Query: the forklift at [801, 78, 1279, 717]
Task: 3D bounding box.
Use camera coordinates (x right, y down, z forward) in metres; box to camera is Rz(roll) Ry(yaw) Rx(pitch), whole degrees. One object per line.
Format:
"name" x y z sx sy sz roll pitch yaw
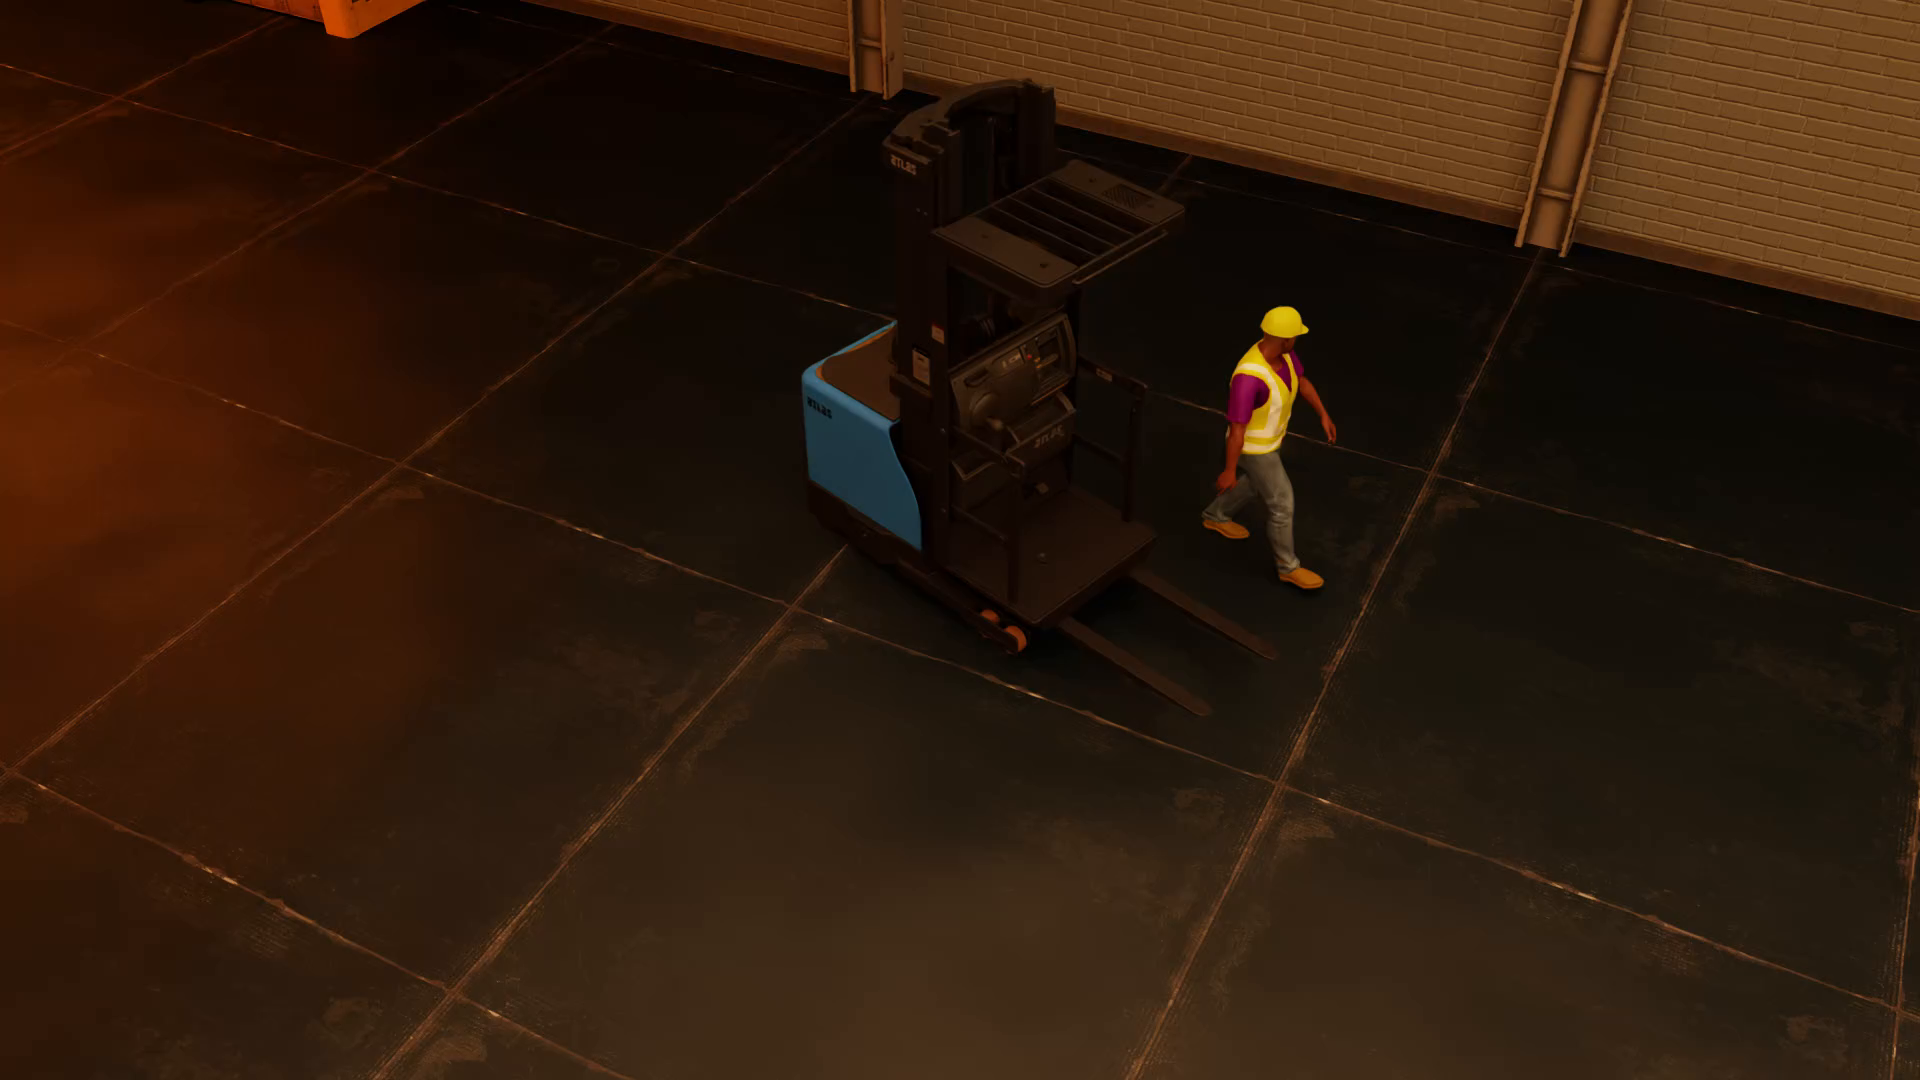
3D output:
"forklift" 0.450 -0.849 8.995 3.031 2.935 1.130 32 50 32

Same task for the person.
"person" 1.831 -0.544 9.604 0.865 1.702 0.771 16 43 18
